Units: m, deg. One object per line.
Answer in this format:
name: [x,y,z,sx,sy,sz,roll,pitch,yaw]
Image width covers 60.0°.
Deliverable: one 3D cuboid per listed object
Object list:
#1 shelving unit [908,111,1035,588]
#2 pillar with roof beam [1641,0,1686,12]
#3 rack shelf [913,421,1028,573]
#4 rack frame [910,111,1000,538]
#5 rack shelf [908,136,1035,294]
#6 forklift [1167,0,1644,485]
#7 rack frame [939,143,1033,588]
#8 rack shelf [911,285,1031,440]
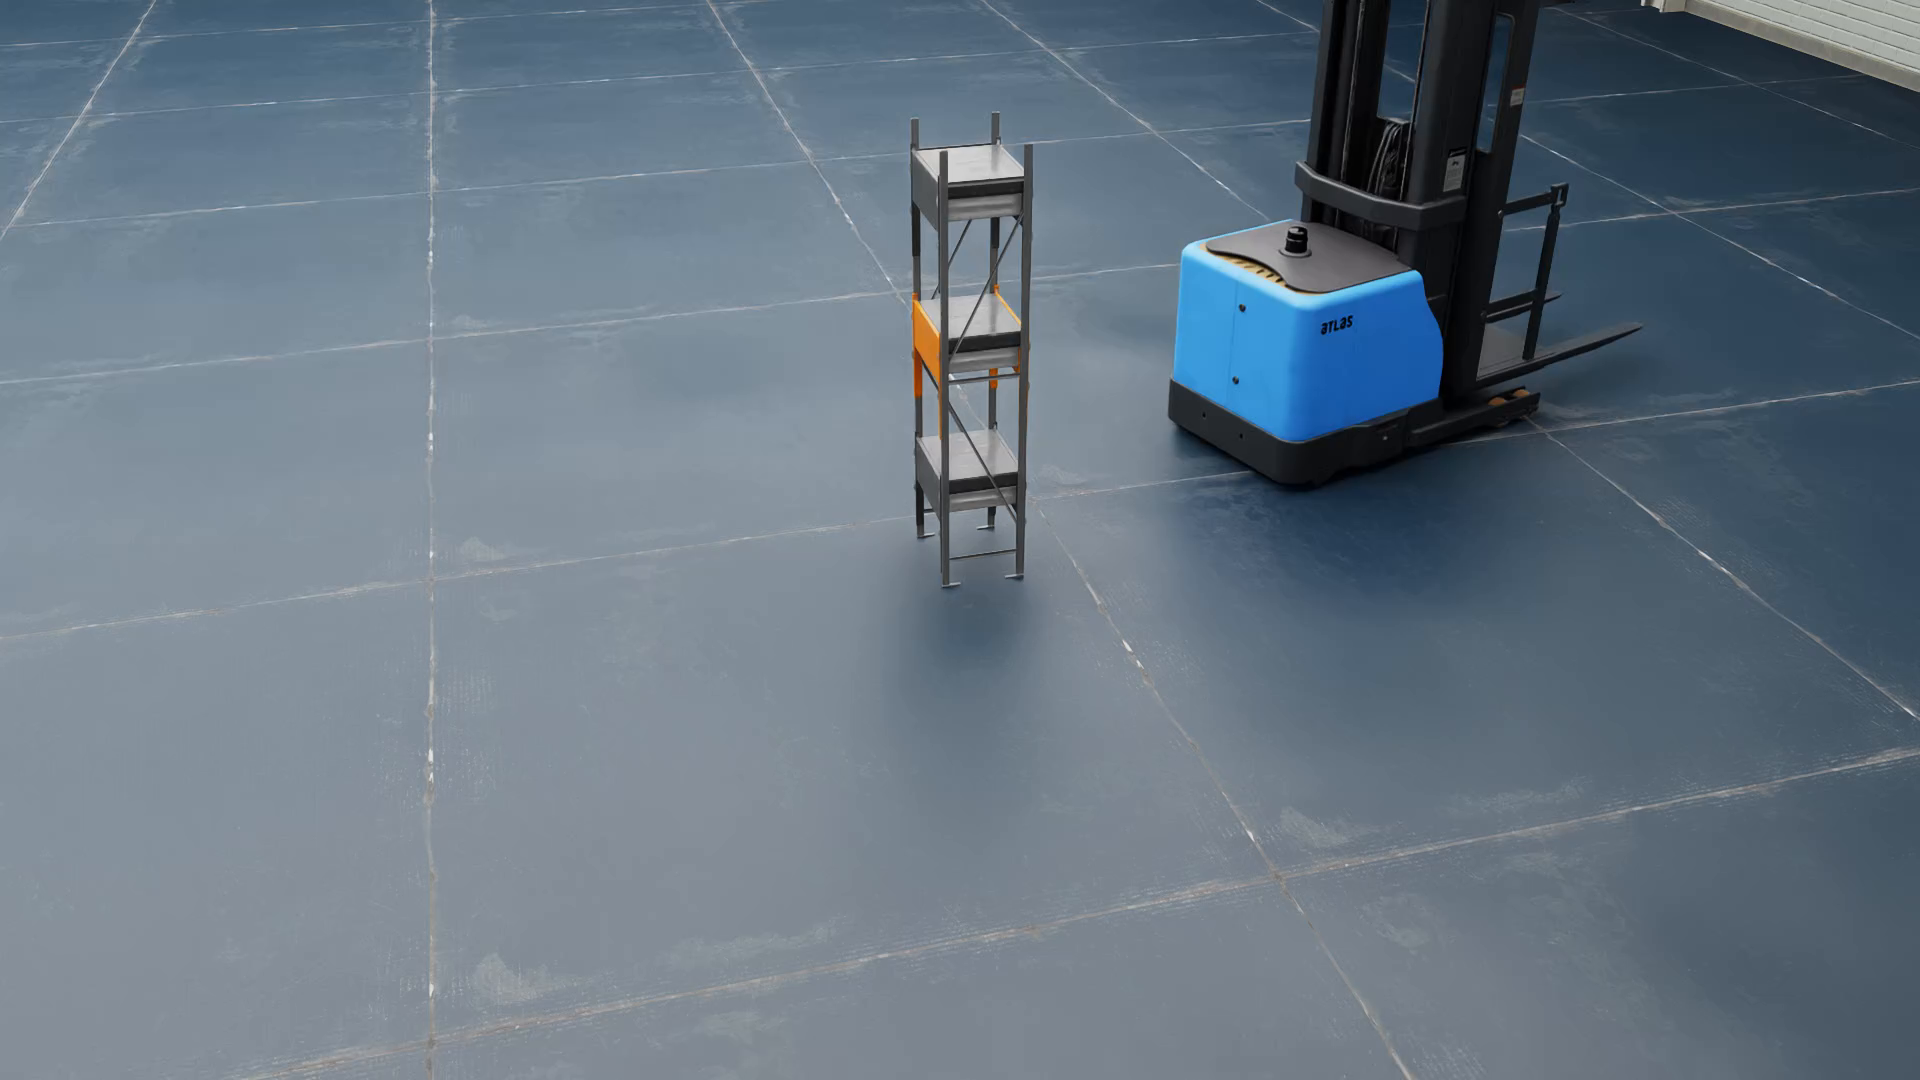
shelving unit: [0.044,-0.829,7.586,0.431,2.100,0.503,-8,31,-13]
pillar with roof beam: [3.655,-9.230,15.213,9.100,9.000,0.400,-8,31,-13]
rack shelf: [0.044,-0.211,7.943,0.431,0.518,0.480,-8,31,-13]
rack frame: [-0.021,-0.947,7.789,0.400,2.100,0.015,-8,31,-13]
rack shelf: [0.044,-1.423,7.242,0.431,0.518,0.480,-8,31,-13]
forklift: [2.679,-2.104,8.959,3.031,2.935,1.130,-18,35,-28]
rack frame: [0.109,-0.711,7.382,0.400,2.100,0.015,-8,31,-13]
rack shelf: [0.044,-0.817,7.593,0.431,0.518,0.480,-8,31,-13]
